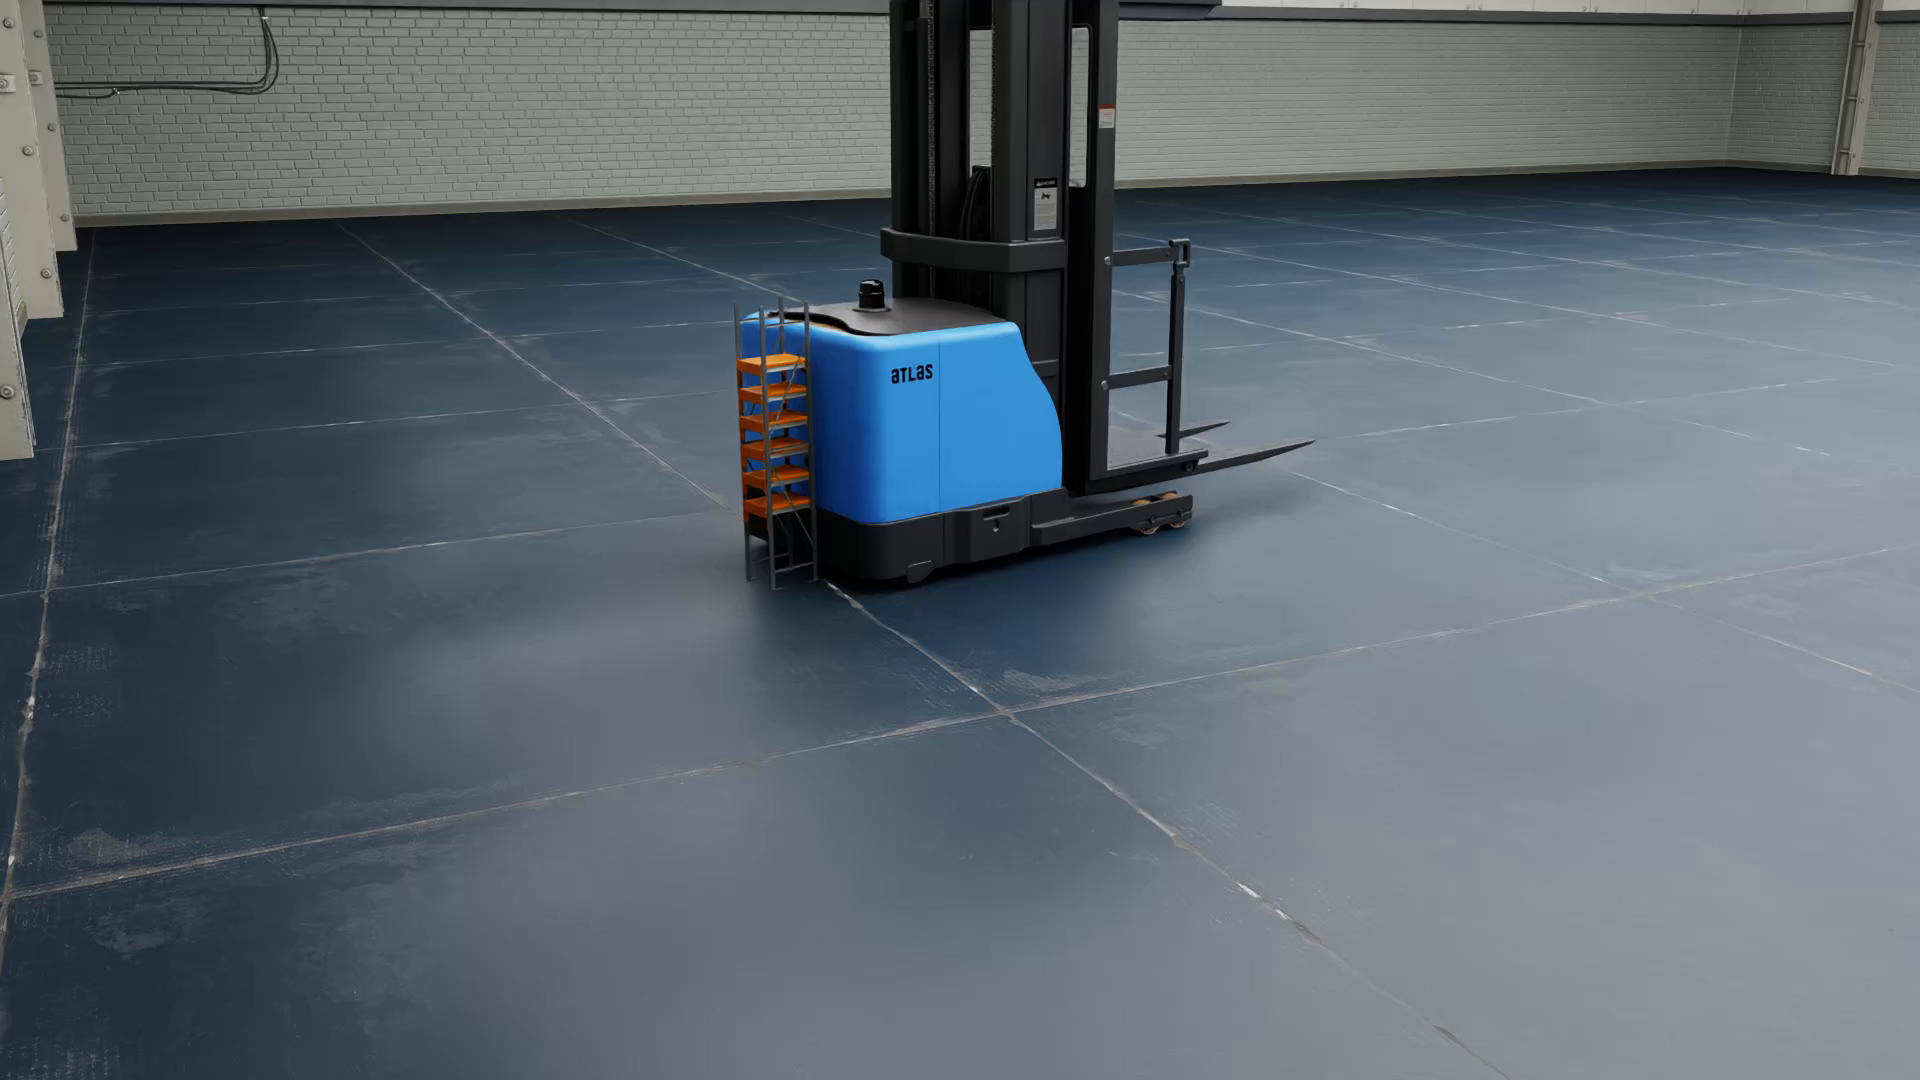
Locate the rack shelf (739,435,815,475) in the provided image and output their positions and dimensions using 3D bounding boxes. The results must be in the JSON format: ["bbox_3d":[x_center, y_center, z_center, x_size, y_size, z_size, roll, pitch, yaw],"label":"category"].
[{"bbox_3d":[-0.766,-0.358,6.980,0.258,0.103,0.180,-14,21,-38],"label":"rack shelf"}]

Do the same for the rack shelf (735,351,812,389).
[{"bbox_3d":[-0.769,-0.704,6.878,0.258,0.103,0.180,-14,21,-38],"label":"rack shelf"}]

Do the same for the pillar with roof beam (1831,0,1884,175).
[{"bbox_3d":[13.741,-11.082,30.054,9.100,9.000,0.400,-8,18,-25],"label":"pillar with roof beam"}]

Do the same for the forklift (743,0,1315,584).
[{"bbox_3d":[0.489,-1.534,7.783,3.031,2.935,1.130,-12,20,-37],"label":"forklift"}]

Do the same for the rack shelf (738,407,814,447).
[{"bbox_3d":[-0.767,-0.473,6.946,0.258,0.103,0.180,-14,21,-38],"label":"rack shelf"}]

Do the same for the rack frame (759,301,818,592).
[{"bbox_3d":[-0.707,-0.382,6.900,0.240,1.200,0.006,-14,21,-38],"label":"rack frame"}]

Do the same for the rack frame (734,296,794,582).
[{"bbox_3d":[-0.826,-0.420,7.034,0.240,1.200,0.006,-14,21,-38],"label":"rack frame"}]

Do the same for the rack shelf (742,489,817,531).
[{"bbox_3d":[-0.765,-0.128,7.048,0.258,0.103,0.180,-14,21,-38],"label":"rack shelf"}]

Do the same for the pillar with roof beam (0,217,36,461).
[{"bbox_3d":[-1.578,-5.341,10.047,9.100,9.000,0.400,-8,18,-25],"label":"pillar with roof beam"}]

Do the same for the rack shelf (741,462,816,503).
[{"bbox_3d":[-0.765,-0.243,7.014,0.258,0.103,0.180,-14,21,-38],"label":"rack shelf"}]

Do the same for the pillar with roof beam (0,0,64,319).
[{"bbox_3d":[-4.207,-6.828,15.231,9.100,9.000,0.400,-8,18,-25],"label":"pillar with roof beam"}]

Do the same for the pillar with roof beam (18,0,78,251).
[{"bbox_3d":[-6.835,-8.316,20.415,9.100,9.000,0.400,-8,18,-25],"label":"pillar with roof beam"}]

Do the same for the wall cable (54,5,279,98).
[{"bbox_3d":[-10.807,-7.194,22.133,3.097,2.526,0.112,-8,18,-25],"label":"wall cable"}]

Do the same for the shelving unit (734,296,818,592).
[{"bbox_3d":[-0.767,-0.401,6.967,0.258,1.200,0.189,-14,21,-38],"label":"shelving unit"}]

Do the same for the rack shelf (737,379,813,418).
[{"bbox_3d":[-0.768,-0.589,6.912,0.258,0.103,0.180,-14,21,-38],"label":"rack shelf"}]
